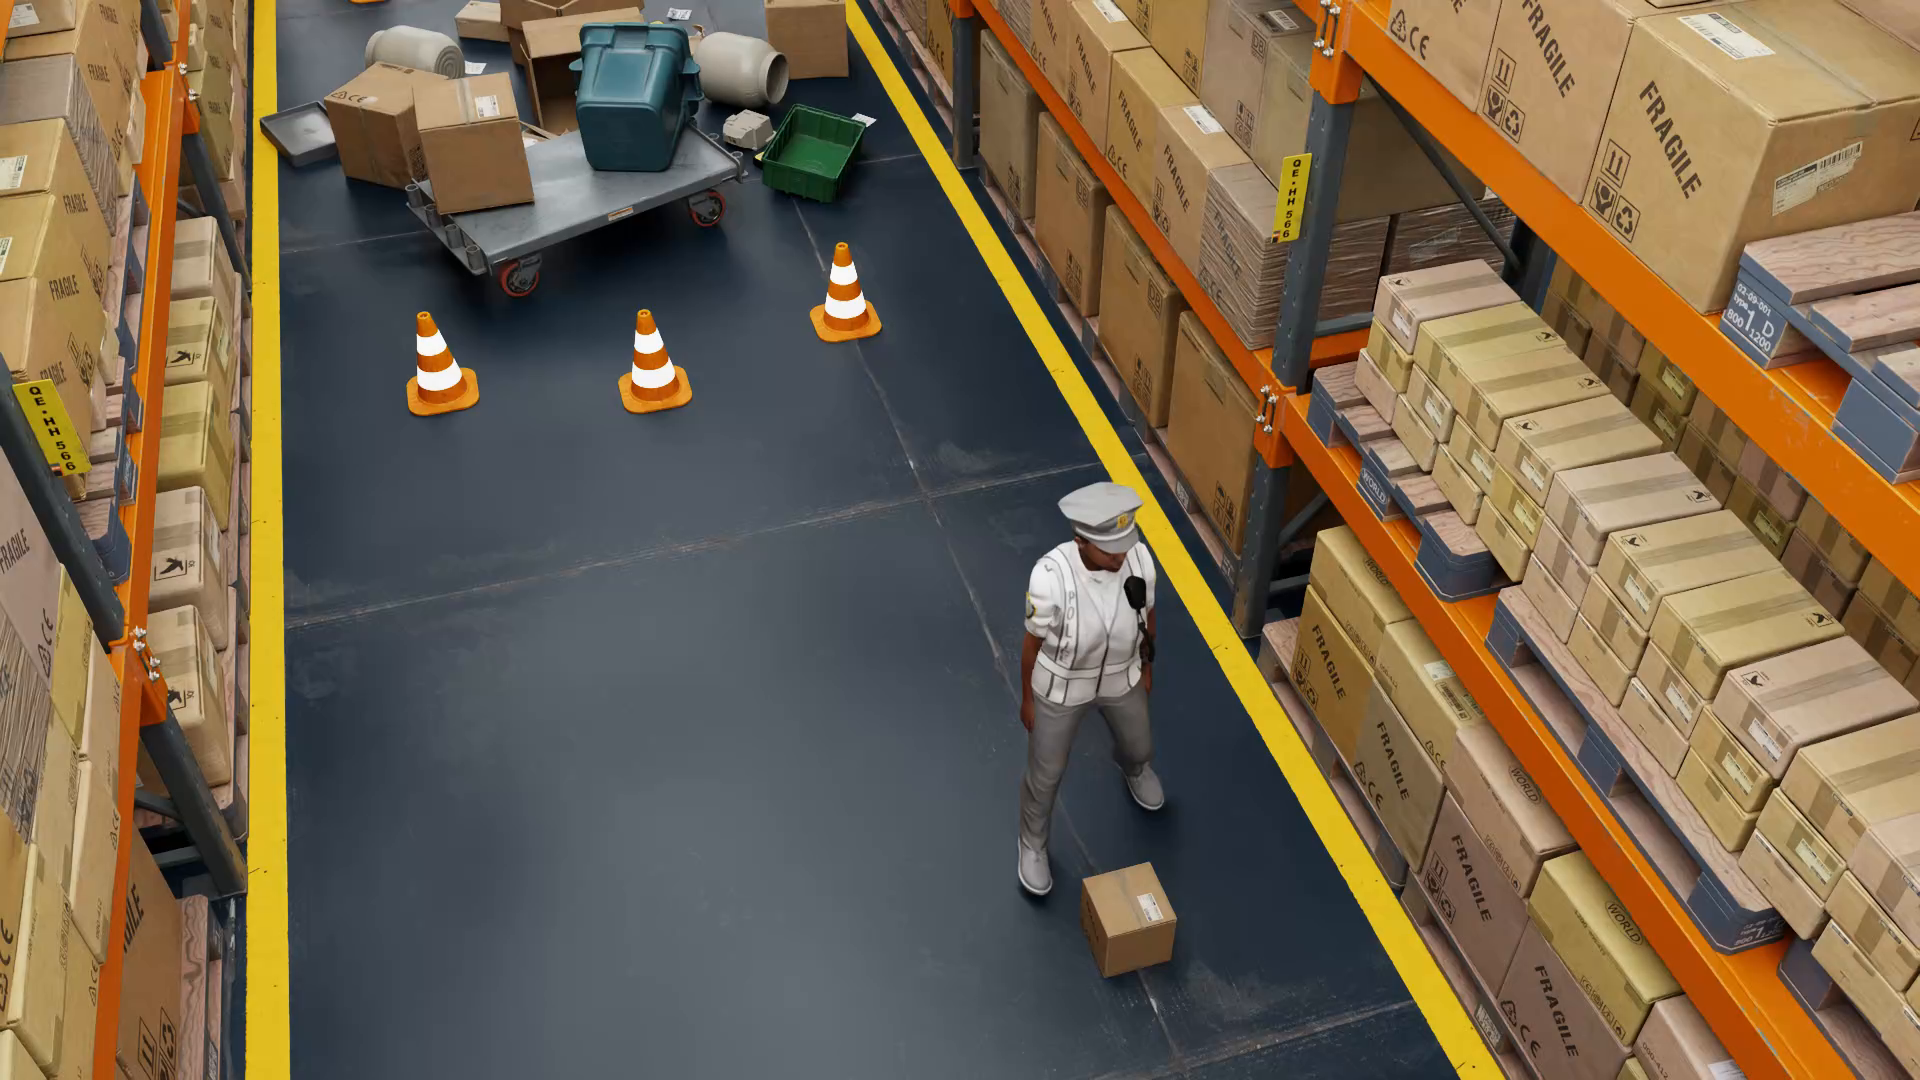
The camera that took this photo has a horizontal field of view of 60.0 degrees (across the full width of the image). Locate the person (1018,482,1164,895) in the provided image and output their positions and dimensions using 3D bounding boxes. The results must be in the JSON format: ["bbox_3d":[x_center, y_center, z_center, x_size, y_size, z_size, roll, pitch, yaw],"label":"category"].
[{"bbox_3d":[0.474,0.454,5.635,0.647,1.670,0.519,-12,44,-12],"label":"person"}]
